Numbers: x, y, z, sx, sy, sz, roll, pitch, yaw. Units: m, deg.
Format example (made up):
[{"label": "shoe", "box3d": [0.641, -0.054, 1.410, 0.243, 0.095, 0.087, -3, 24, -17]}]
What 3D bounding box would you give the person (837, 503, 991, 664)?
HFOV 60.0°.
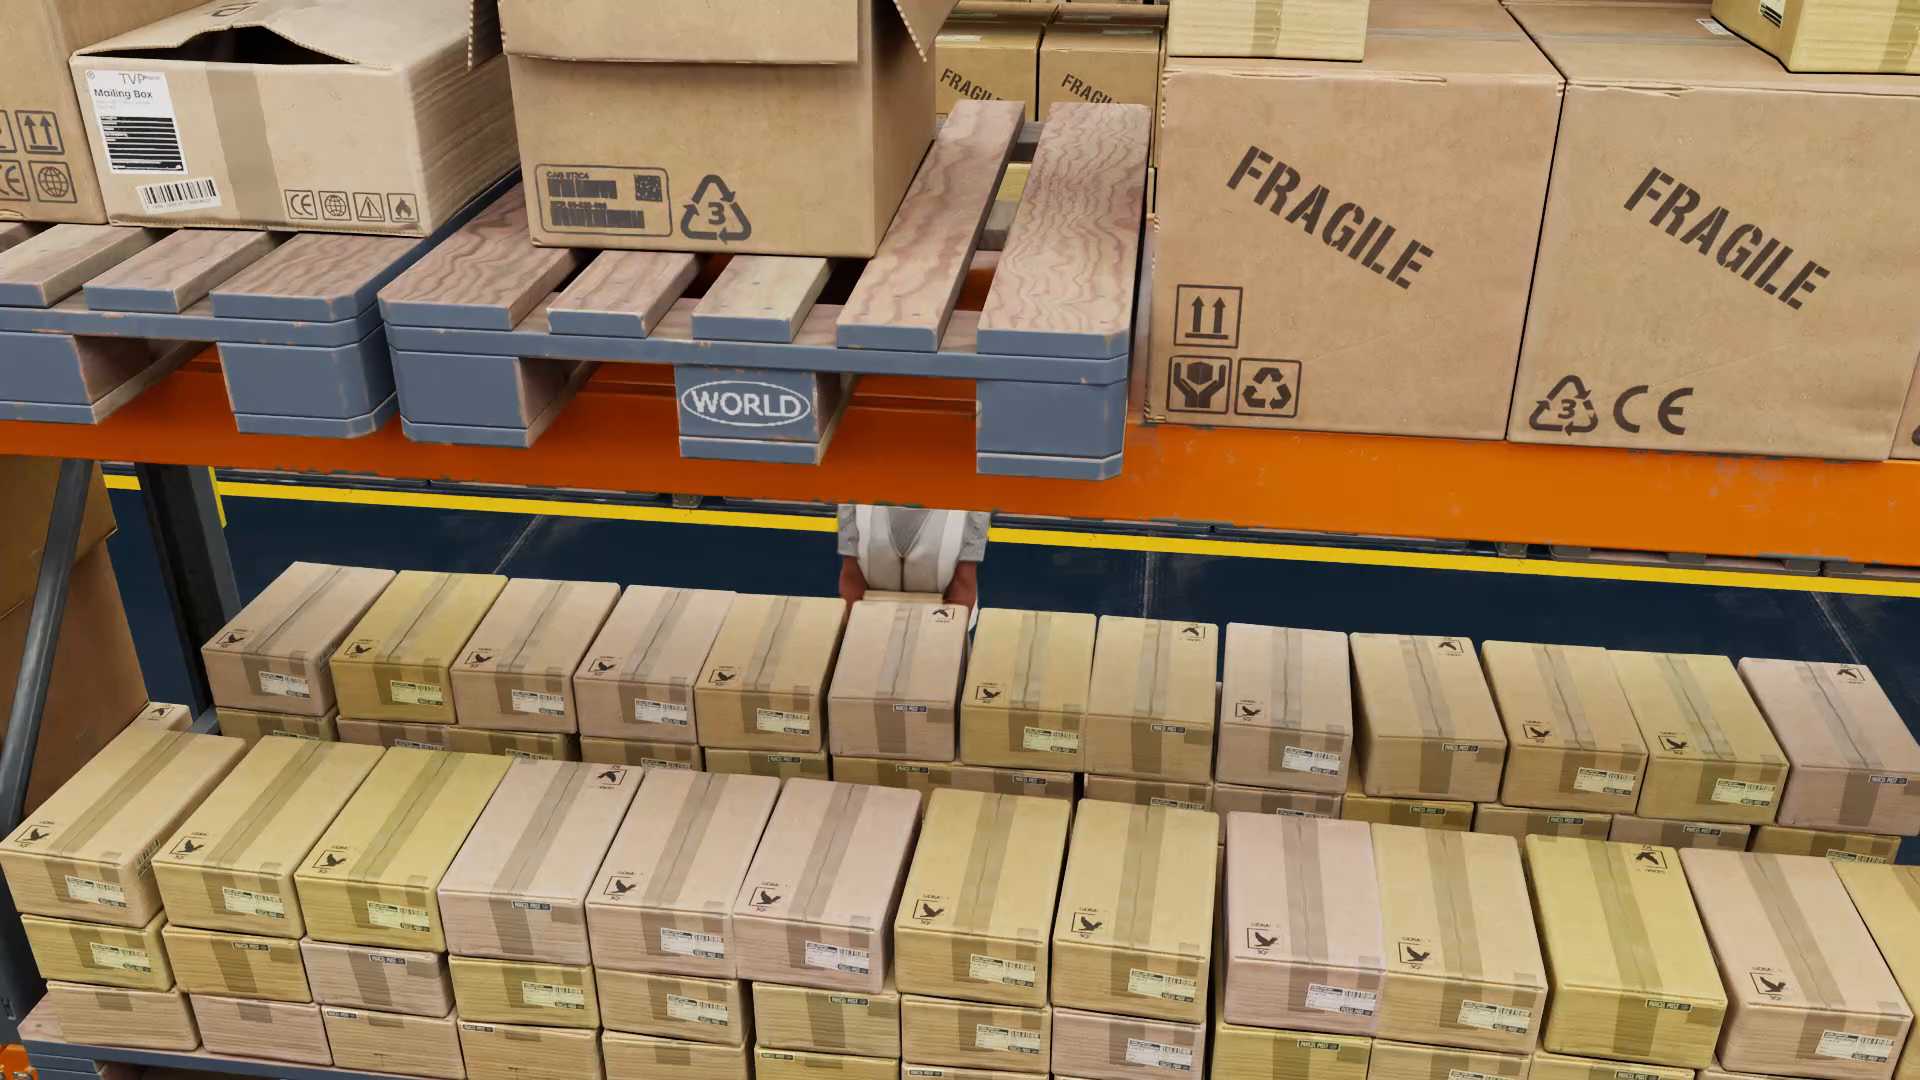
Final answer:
[{"label": "person", "box3d": [-0.155, 0.343, 5.462, 0.491, 1.778, 0.587, 3, 28, 5]}]
